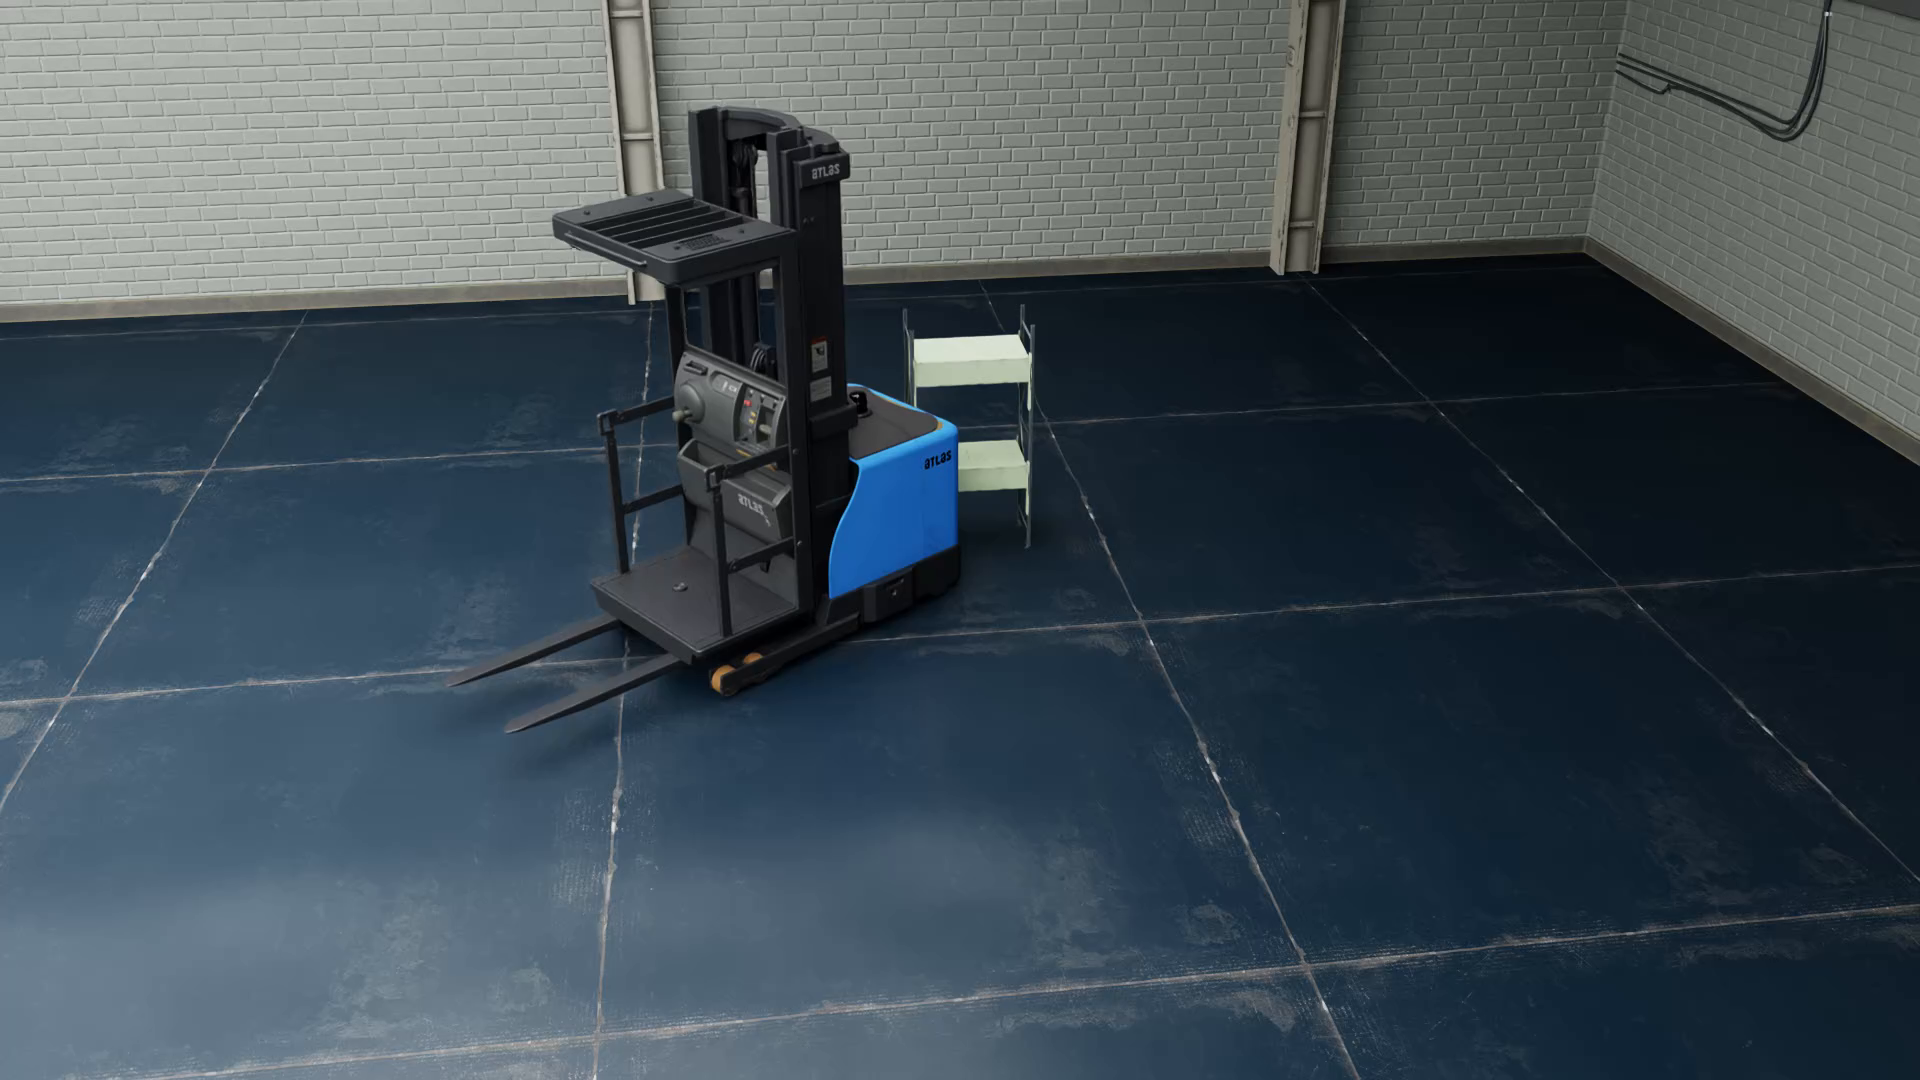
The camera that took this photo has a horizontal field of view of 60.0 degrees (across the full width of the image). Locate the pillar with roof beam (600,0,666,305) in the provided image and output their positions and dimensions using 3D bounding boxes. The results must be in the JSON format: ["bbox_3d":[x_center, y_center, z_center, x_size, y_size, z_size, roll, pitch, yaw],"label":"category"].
[{"bbox_3d":[-2.181,-4.242,9.160,0.400,9.000,9.100,-4,27,-7],"label":"pillar with roof beam"}]

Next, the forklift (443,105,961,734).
[{"bbox_3d":[-1.410,-0.719,8.940,3.031,2.935,1.130,-23,35,-38],"label":"forklift"}]

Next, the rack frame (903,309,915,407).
[{"bbox_3d":[-0.312,-0.663,10.400,0.023,1.500,0.400,-4,27,-7],"label":"rack frame"}]

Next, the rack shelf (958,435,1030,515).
[{"bbox_3d":[0.050,-0.396,10.592,0.720,0.370,0.431,-4,27,-7],"label":"rack shelf"}]

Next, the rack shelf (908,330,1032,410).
[{"bbox_3d":[0.050,-1.033,10.265,0.720,0.370,0.431,-4,27,-7],"label":"rack shelf"}]

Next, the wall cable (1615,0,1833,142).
[{"bbox_3d":[6.263,-4.778,13.606,0.112,2.526,3.097,-4,27,-7],"label":"wall cable"}]

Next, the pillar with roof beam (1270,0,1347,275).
[{"bbox_3d":[3.761,-4.624,9.904,0.400,9.000,9.100,-4,27,-7],"label":"pillar with roof beam"}]

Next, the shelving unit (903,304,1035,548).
[{"bbox_3d":[0.050,-0.686,10.443,0.755,1.500,0.431,-4,27,-7],"label":"shelving unit"}]

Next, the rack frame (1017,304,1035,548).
[{"bbox_3d":[0.413,-0.708,10.487,0.023,1.500,0.400,-4,27,-7],"label":"rack frame"}]
